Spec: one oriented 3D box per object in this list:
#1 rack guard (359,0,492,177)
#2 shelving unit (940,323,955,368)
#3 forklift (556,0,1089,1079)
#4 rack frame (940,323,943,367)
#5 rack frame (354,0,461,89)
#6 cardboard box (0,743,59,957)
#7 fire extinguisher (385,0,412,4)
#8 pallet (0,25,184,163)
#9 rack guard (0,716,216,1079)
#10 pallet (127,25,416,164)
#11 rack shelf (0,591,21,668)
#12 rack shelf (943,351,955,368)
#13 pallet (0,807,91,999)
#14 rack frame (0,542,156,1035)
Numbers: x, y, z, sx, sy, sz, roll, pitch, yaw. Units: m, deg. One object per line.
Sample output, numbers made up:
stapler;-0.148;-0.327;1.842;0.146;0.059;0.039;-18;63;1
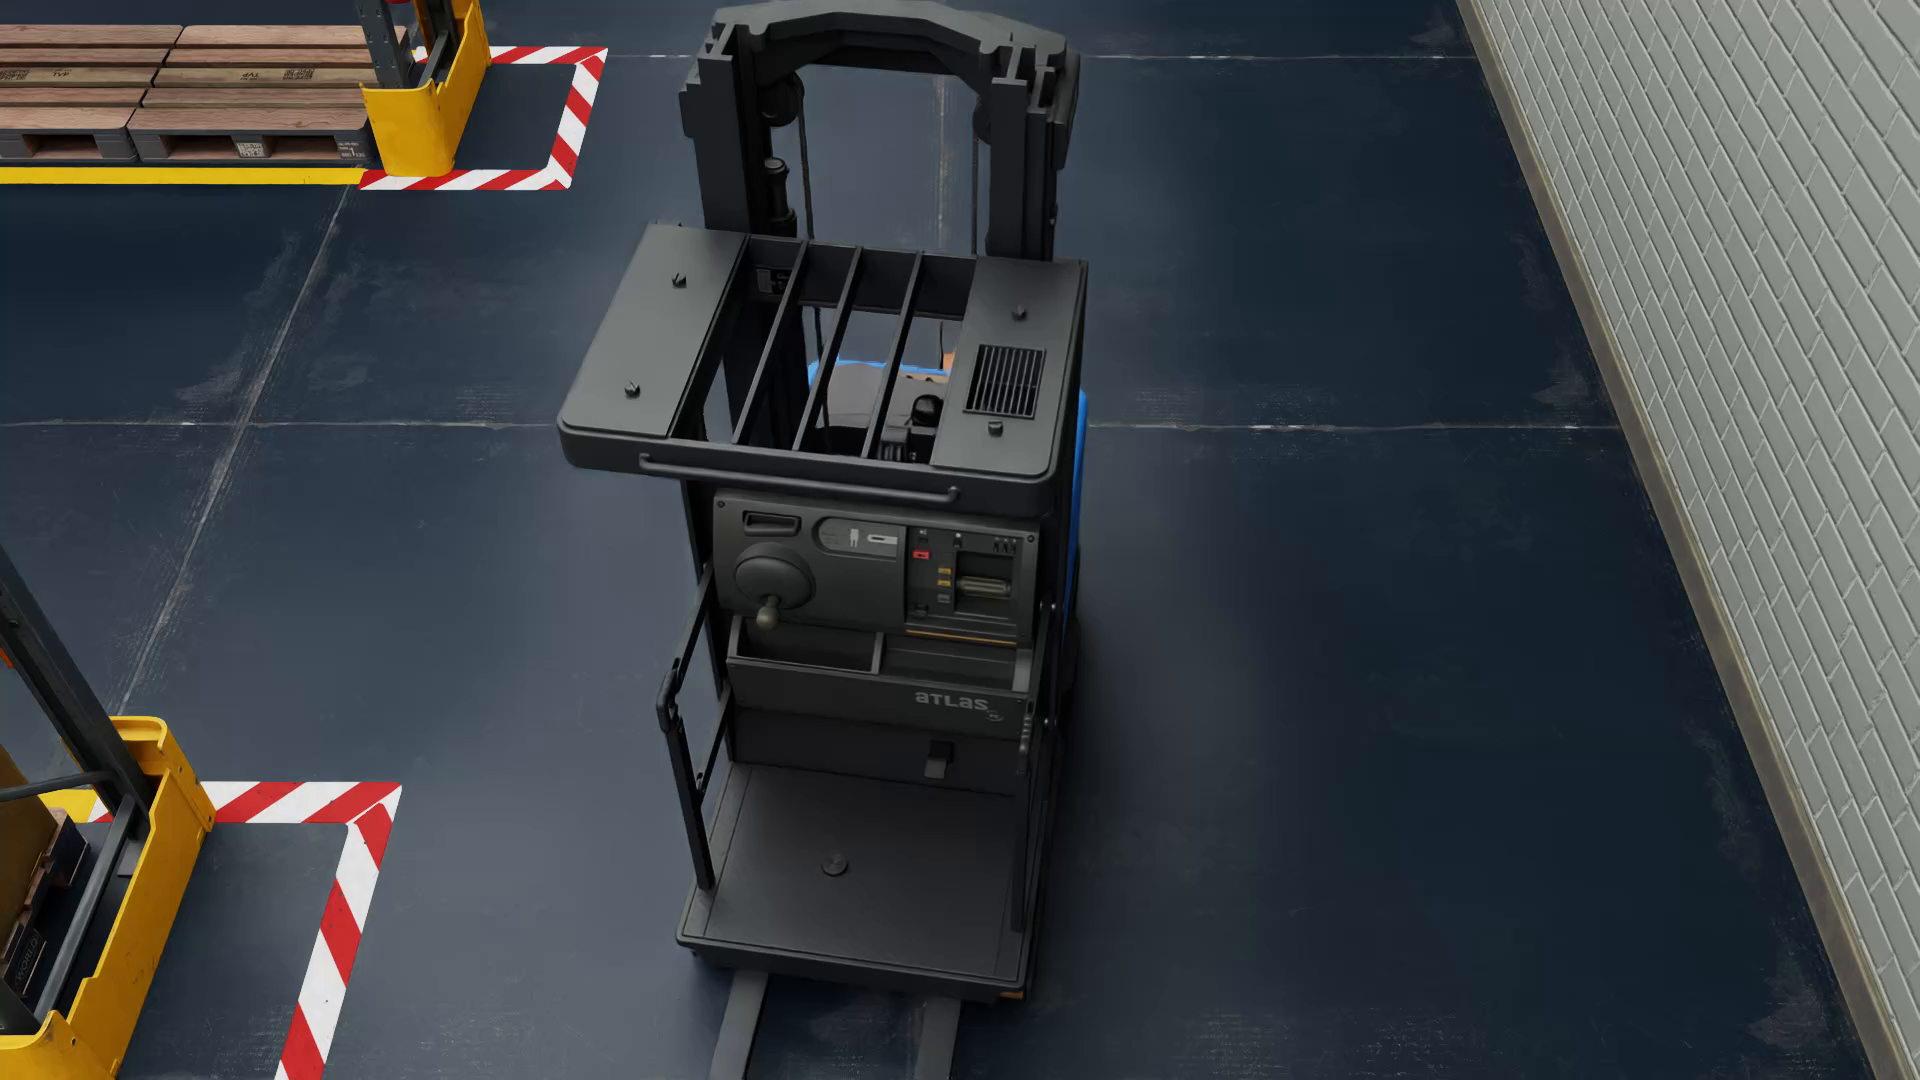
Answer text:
rack guard;-2.770;-2.449;8.688;0.348;0.500;1.175;0;47;0
shelving unit;0.054;-0.358;6.366;0.252;1.050;0.215;0;47;0
forklift;-0.273;0.190;4.570;1.130;2.935;3.031;6;47;6
rack frame;-0.068;-0.358;6.366;0.008;1.050;0.200;0;47;0
rack frame;-2.794;-3.292;7.764;0.127;3.000;1.000;0;47;0
cardboard box;-3.453;0.972;4.961;0.875;0.875;0.875;0;47;0
fire extinguisher;-2.645;-2.805;7.619;0.183;0.674;0.296;0;47;0
pallet;-4.836;-2.378;8.819;1.213;0.211;1.003;0;47;0
rack guard;-2.789;1.186;5.305;0.348;0.500;1.175;0;47;0
pallet;-3.619;-2.372;8.814;1.213;0.211;1.003;0;47;0
rack shelf;-4.813;0.574;4.658;4.000;0.370;1.077;0;47;0
rack shelf;0.054;-0.544;6.166;0.240;0.259;0.215;0;47;0
pallet;-3.612;1.339;5.359;1.213;0.211;1.003;0;47;0
rack frame;-2.813;0.334;4.390;0.127;3.000;1.000;0;47;0
